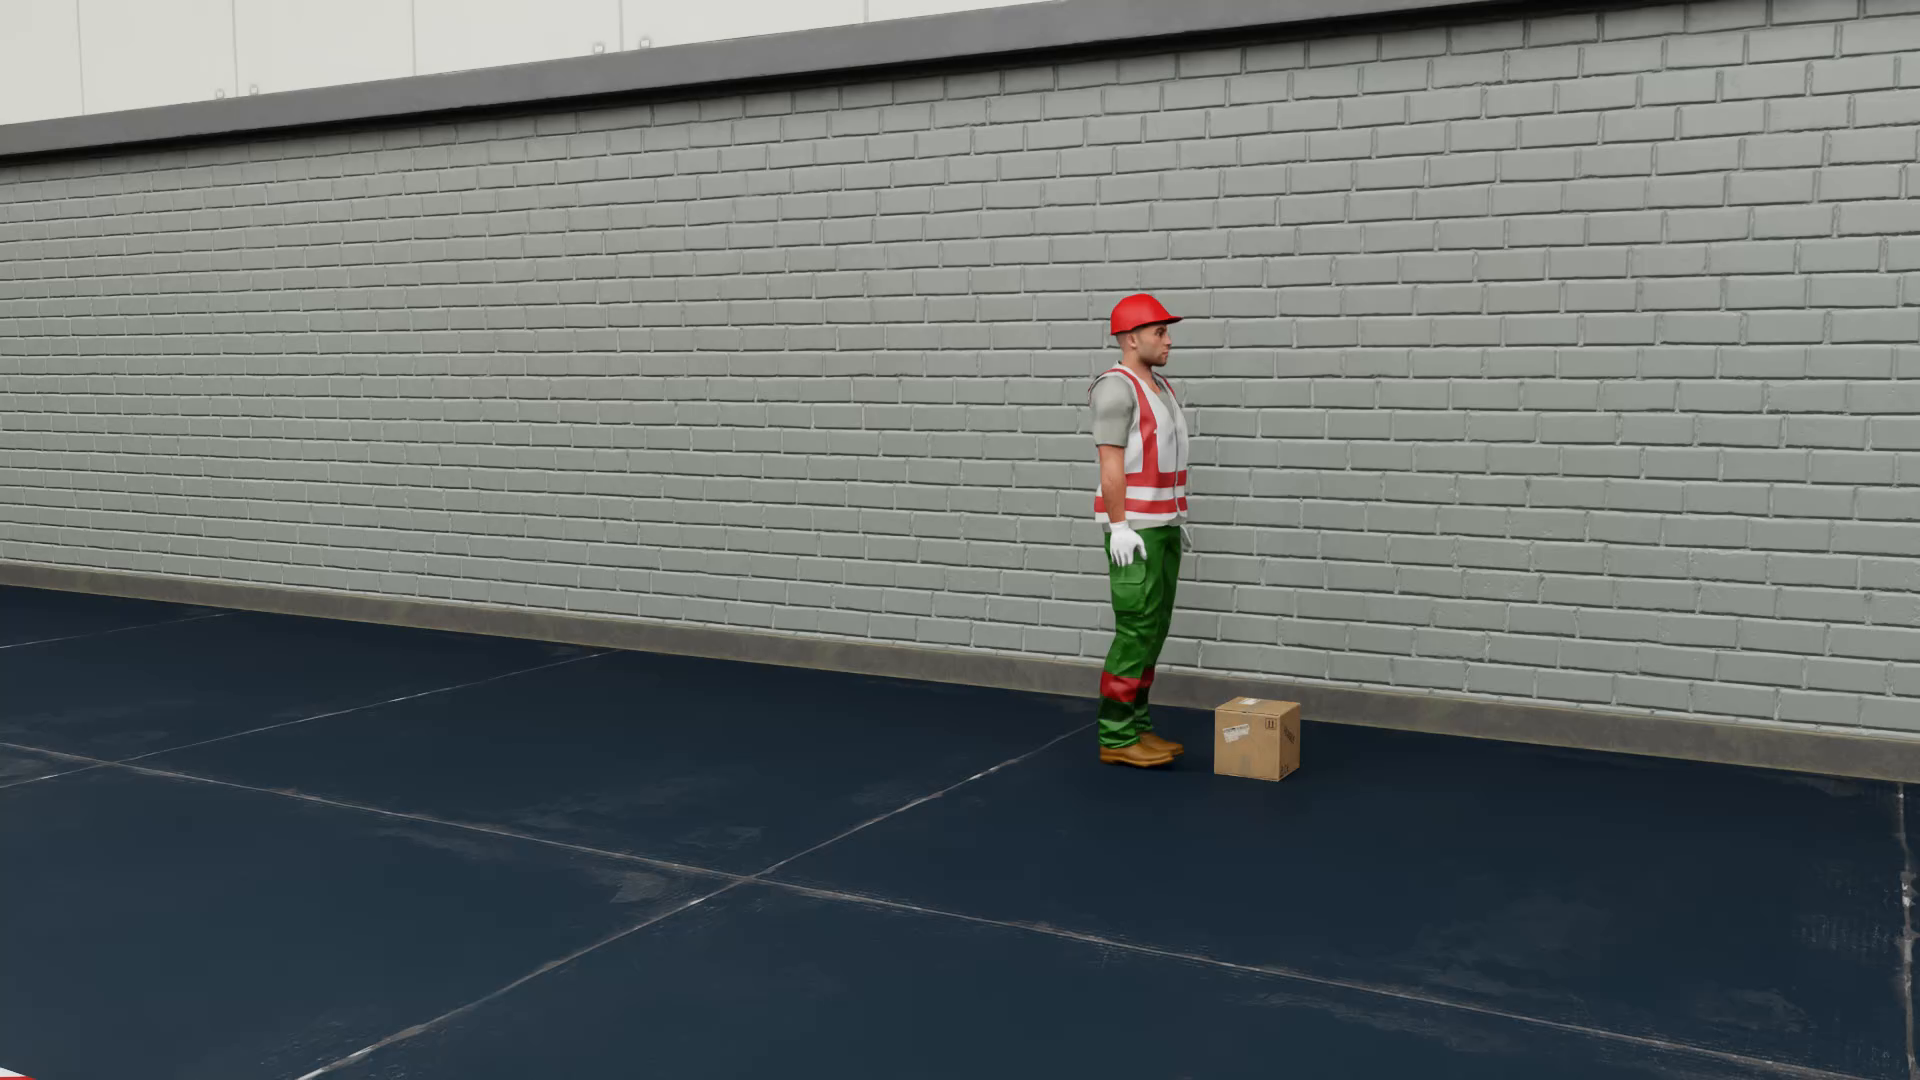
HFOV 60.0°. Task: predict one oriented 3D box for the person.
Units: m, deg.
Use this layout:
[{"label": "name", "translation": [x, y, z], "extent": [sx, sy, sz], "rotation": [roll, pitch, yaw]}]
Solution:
[{"label": "person", "translation": [0.713, -0.037, 6.380], "extent": [0.365, 1.798, 0.523], "rotation": [3, 7, 30]}]
